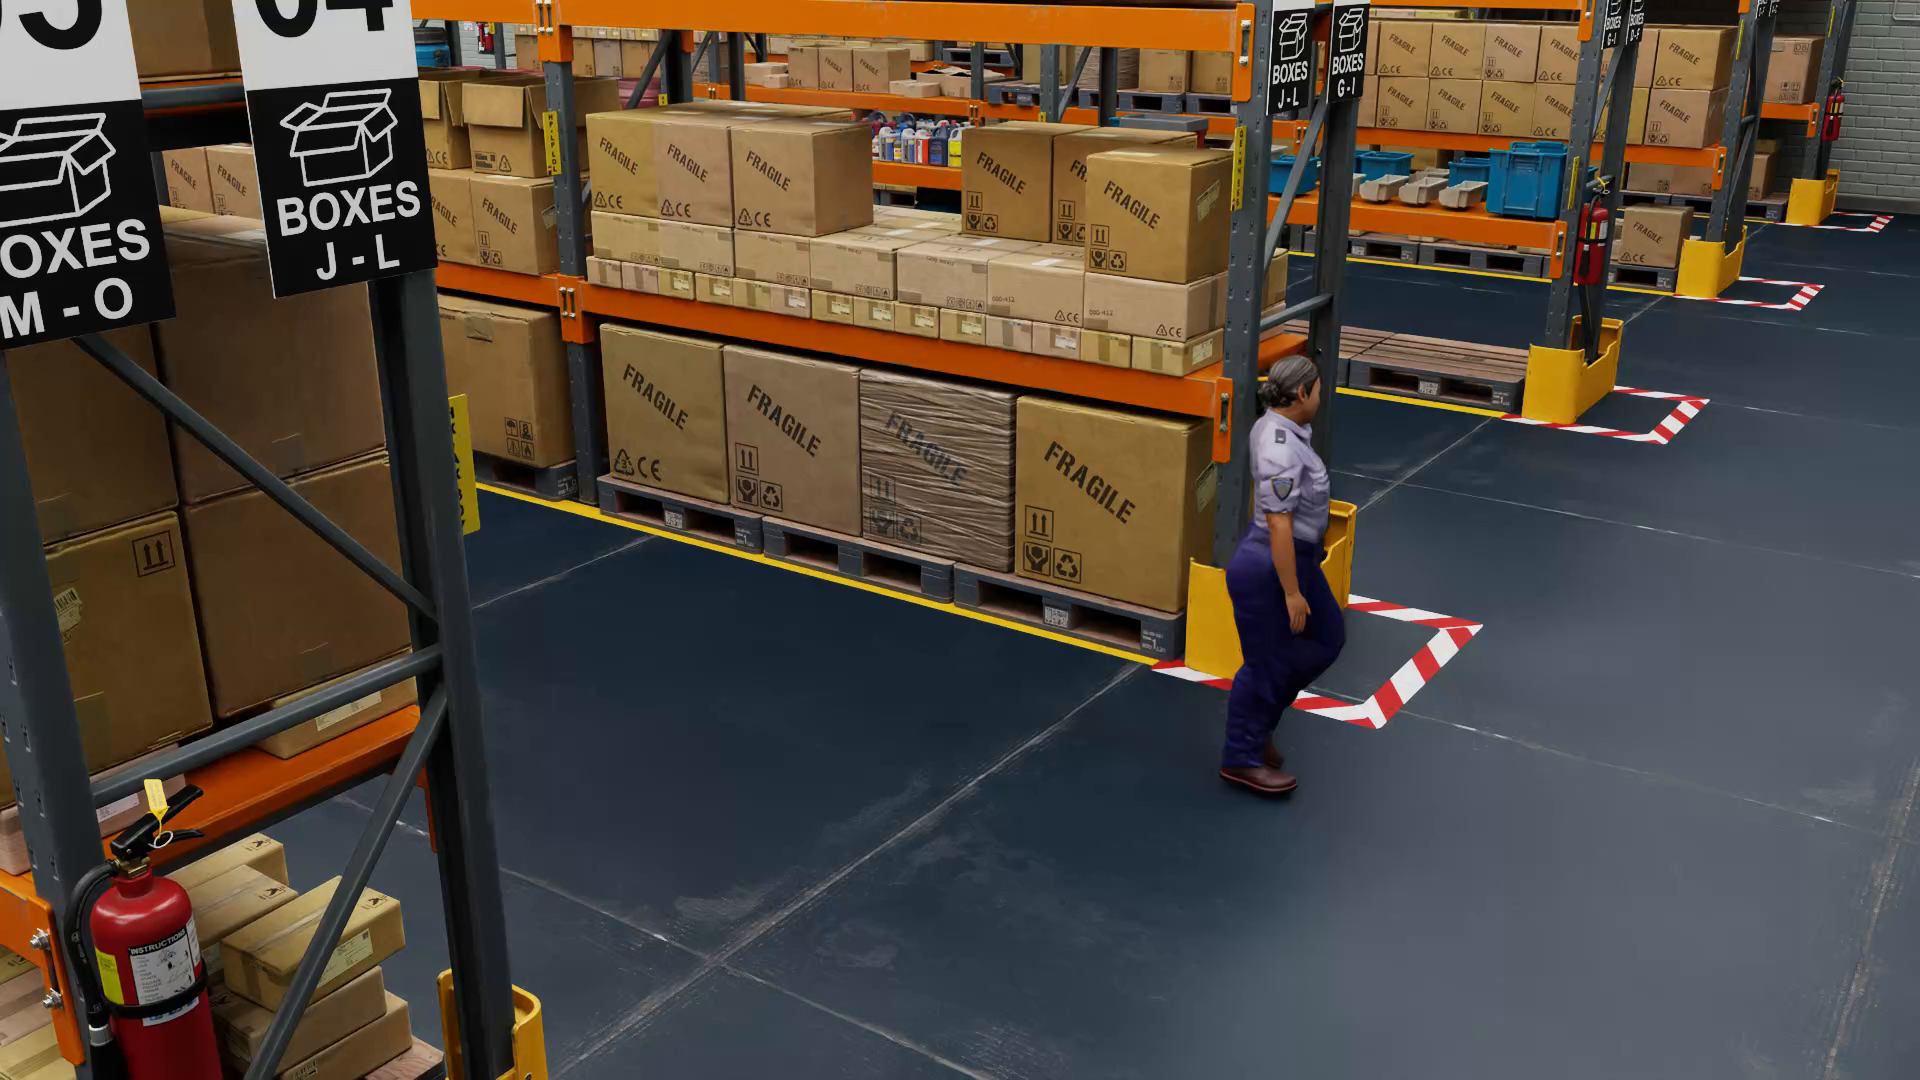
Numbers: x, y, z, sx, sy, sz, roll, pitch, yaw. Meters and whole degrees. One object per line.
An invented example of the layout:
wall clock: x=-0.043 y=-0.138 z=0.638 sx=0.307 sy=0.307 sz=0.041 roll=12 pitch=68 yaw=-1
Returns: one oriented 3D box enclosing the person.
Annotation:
person: x=1.222 y=0.133 z=6.175 sx=0.455 sy=1.643 sz=0.536 roll=5 pitch=20 yaw=13
